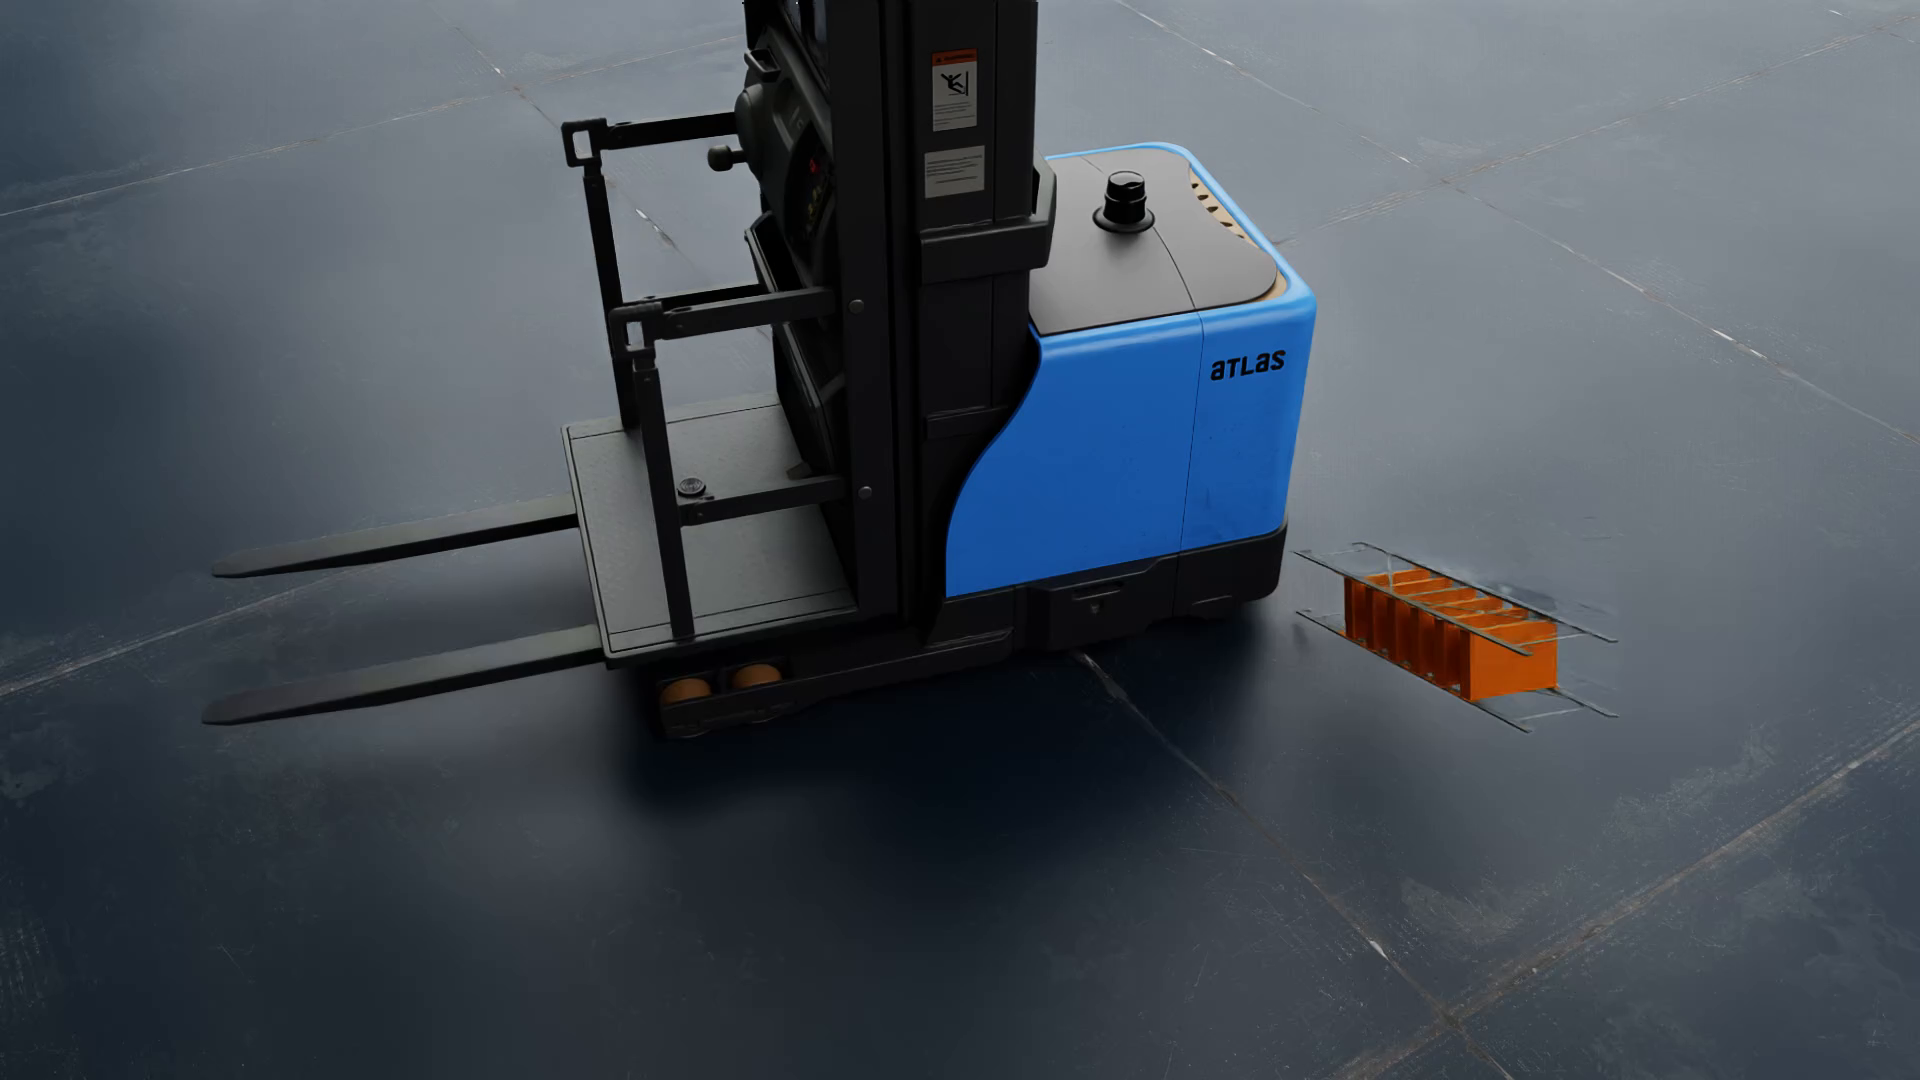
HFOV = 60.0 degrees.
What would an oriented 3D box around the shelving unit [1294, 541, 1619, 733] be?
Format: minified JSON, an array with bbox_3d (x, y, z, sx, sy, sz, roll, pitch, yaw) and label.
[{"bbox_3d":[1.262,0.224,4.401,0.258,0.189,1.200,-8,13,-13],"label":"shelving unit"}]

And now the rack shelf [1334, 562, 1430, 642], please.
[{"bbox_3d":[1.191,0.169,4.671,0.258,0.180,0.103,-8,13,-13],"label":"rack shelf"}]

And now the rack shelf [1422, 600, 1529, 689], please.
[{"bbox_3d":[1.311,0.261,4.216,0.258,0.180,0.103,-8,13,-13],"label":"rack shelf"}]

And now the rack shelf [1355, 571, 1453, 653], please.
[{"bbox_3d":[1.221,0.192,4.557,0.258,0.180,0.103,-8,13,-13],"label":"rack shelf"}]

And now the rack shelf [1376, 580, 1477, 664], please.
[{"bbox_3d":[1.251,0.215,4.444,0.258,0.180,0.103,-8,13,-13],"label":"rack shelf"}]

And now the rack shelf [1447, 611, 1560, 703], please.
[{"bbox_3d":[1.341,0.284,4.102,0.258,0.180,0.103,-8,13,-13],"label":"rack shelf"}]

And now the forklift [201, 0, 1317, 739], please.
[{"bbox_3d":[-0.619,-0.959,4.111,3.031,2.935,1.130,-11,41,-13],"label":"forklift"}]

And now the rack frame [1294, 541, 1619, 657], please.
[{"bbox_3d":[1.255,0.135,4.382,0.240,0.006,1.200,-8,13,-13],"label":"rack frame"}]

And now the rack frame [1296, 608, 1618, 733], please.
[{"bbox_3d":[1.269,0.313,4.421,0.240,0.006,1.200,-8,13,-13],"label":"rack frame"}]

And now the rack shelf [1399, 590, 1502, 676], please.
[{"bbox_3d":[1.281,0.238,4.330,0.258,0.180,0.103,-8,13,-13],"label":"rack shelf"}]
